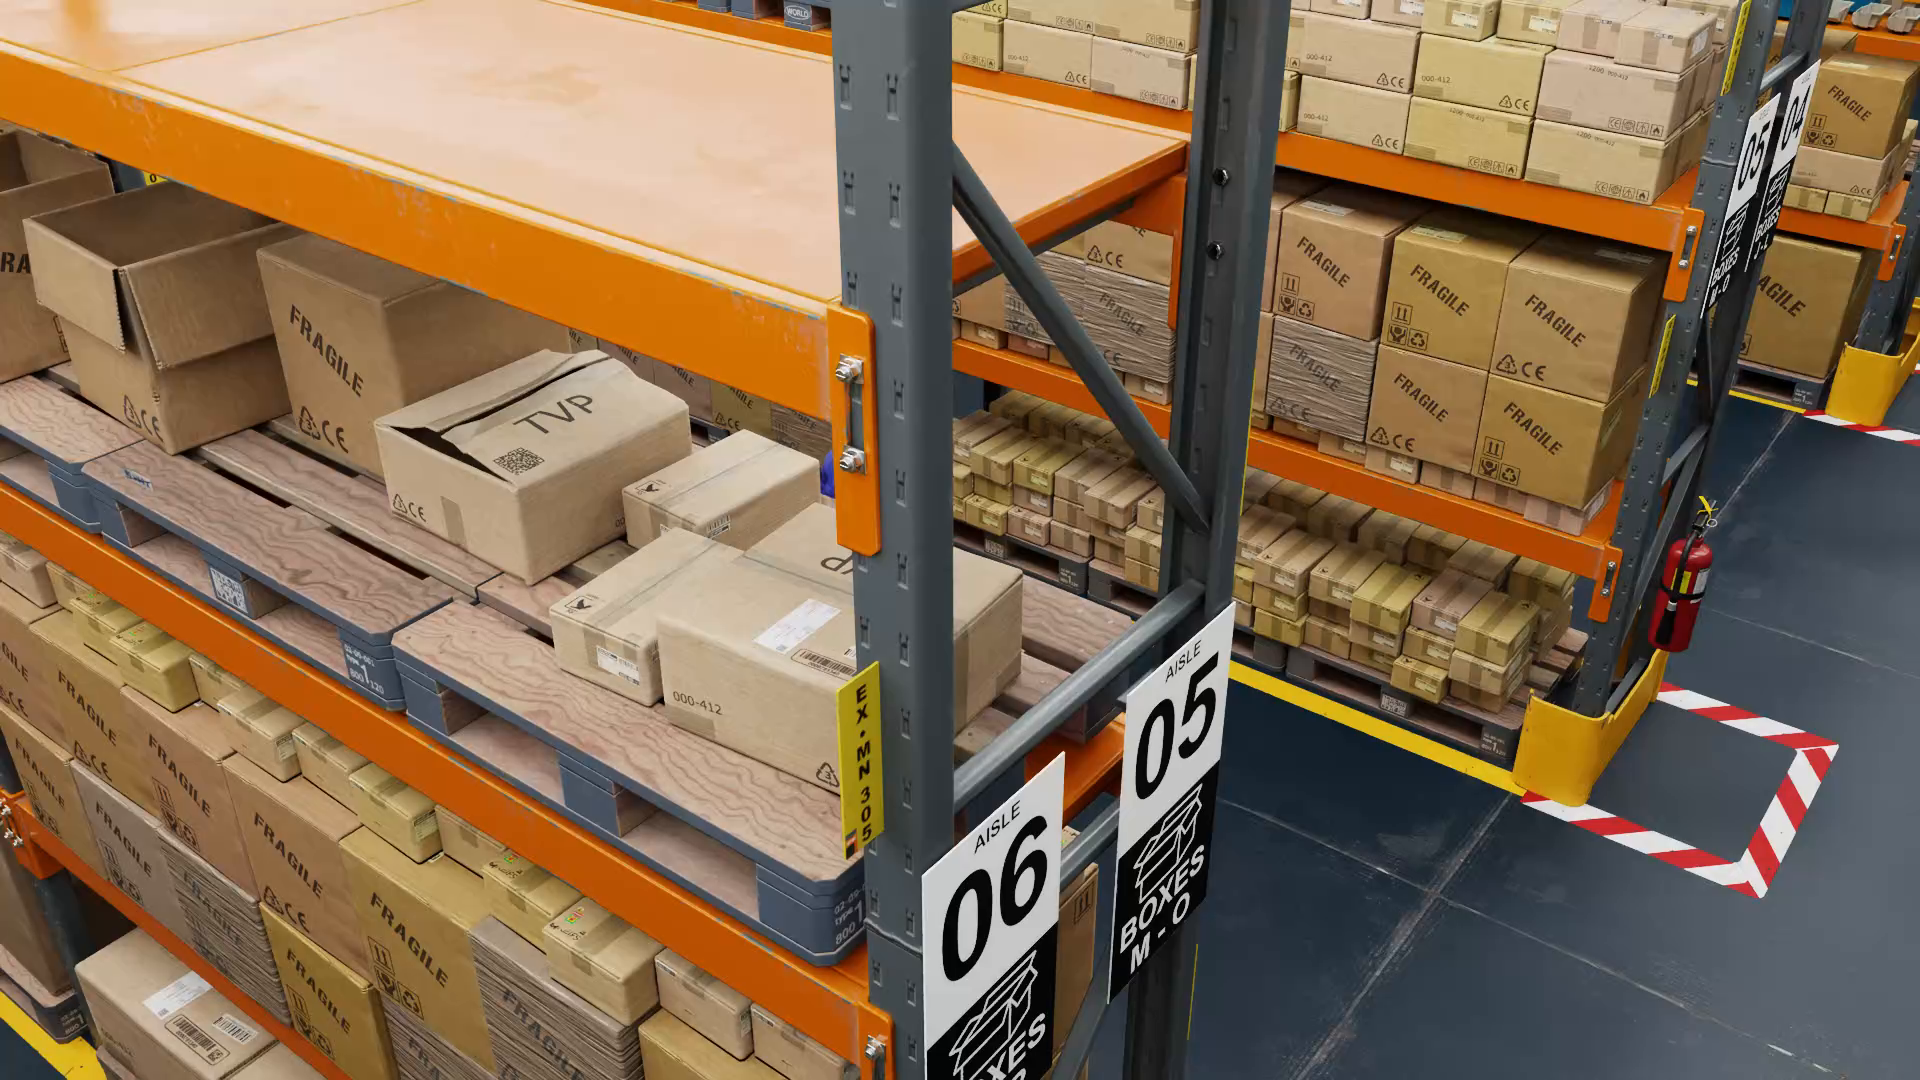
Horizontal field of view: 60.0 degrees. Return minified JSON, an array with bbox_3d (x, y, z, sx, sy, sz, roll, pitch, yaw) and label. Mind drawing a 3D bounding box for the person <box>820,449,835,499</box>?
[{"bbox_3d":[-0.495,0.133,7.871,0.481,1.648,0.391,21,37,30],"label":"person"}]
